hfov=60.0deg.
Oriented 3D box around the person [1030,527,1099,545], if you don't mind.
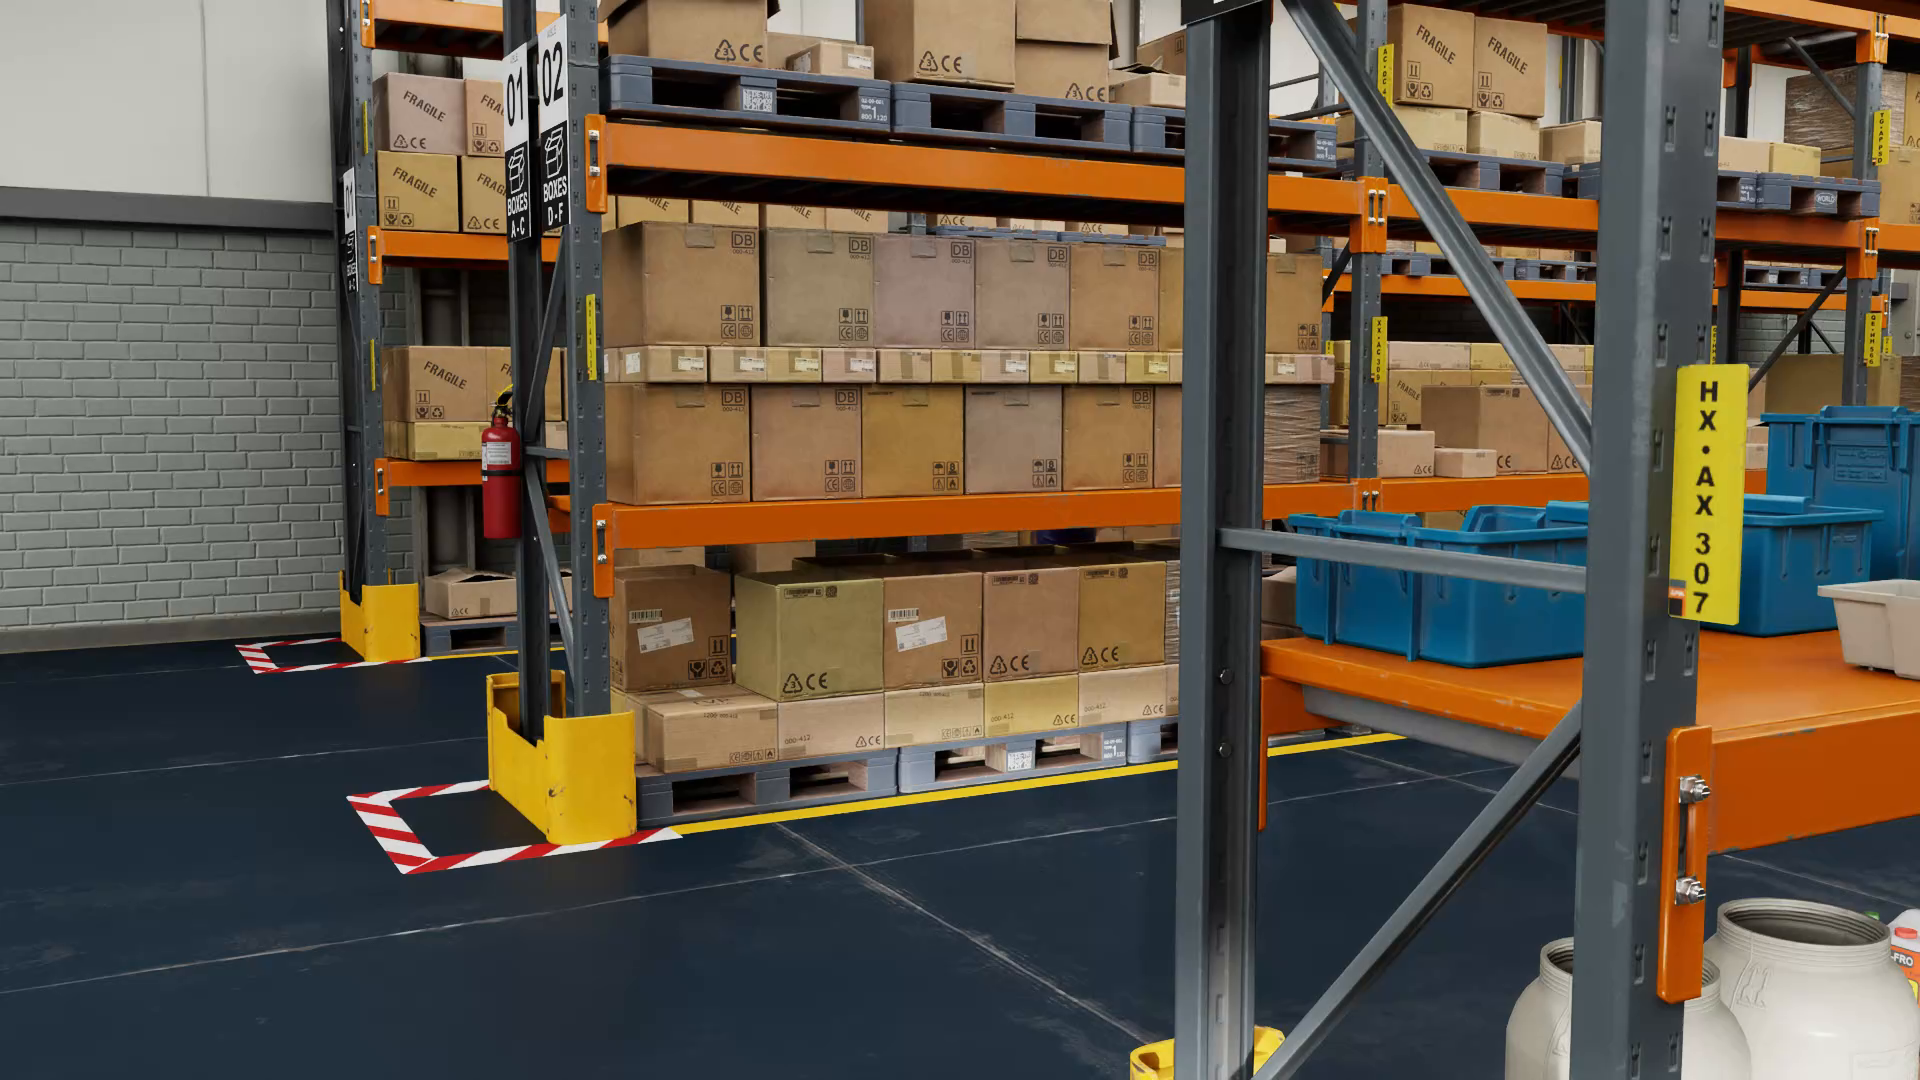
[{"bbox_3d":[0.683,0.005,10.592,0.472,1.643,0.341,-3,6,-28],"label":"person"}]
